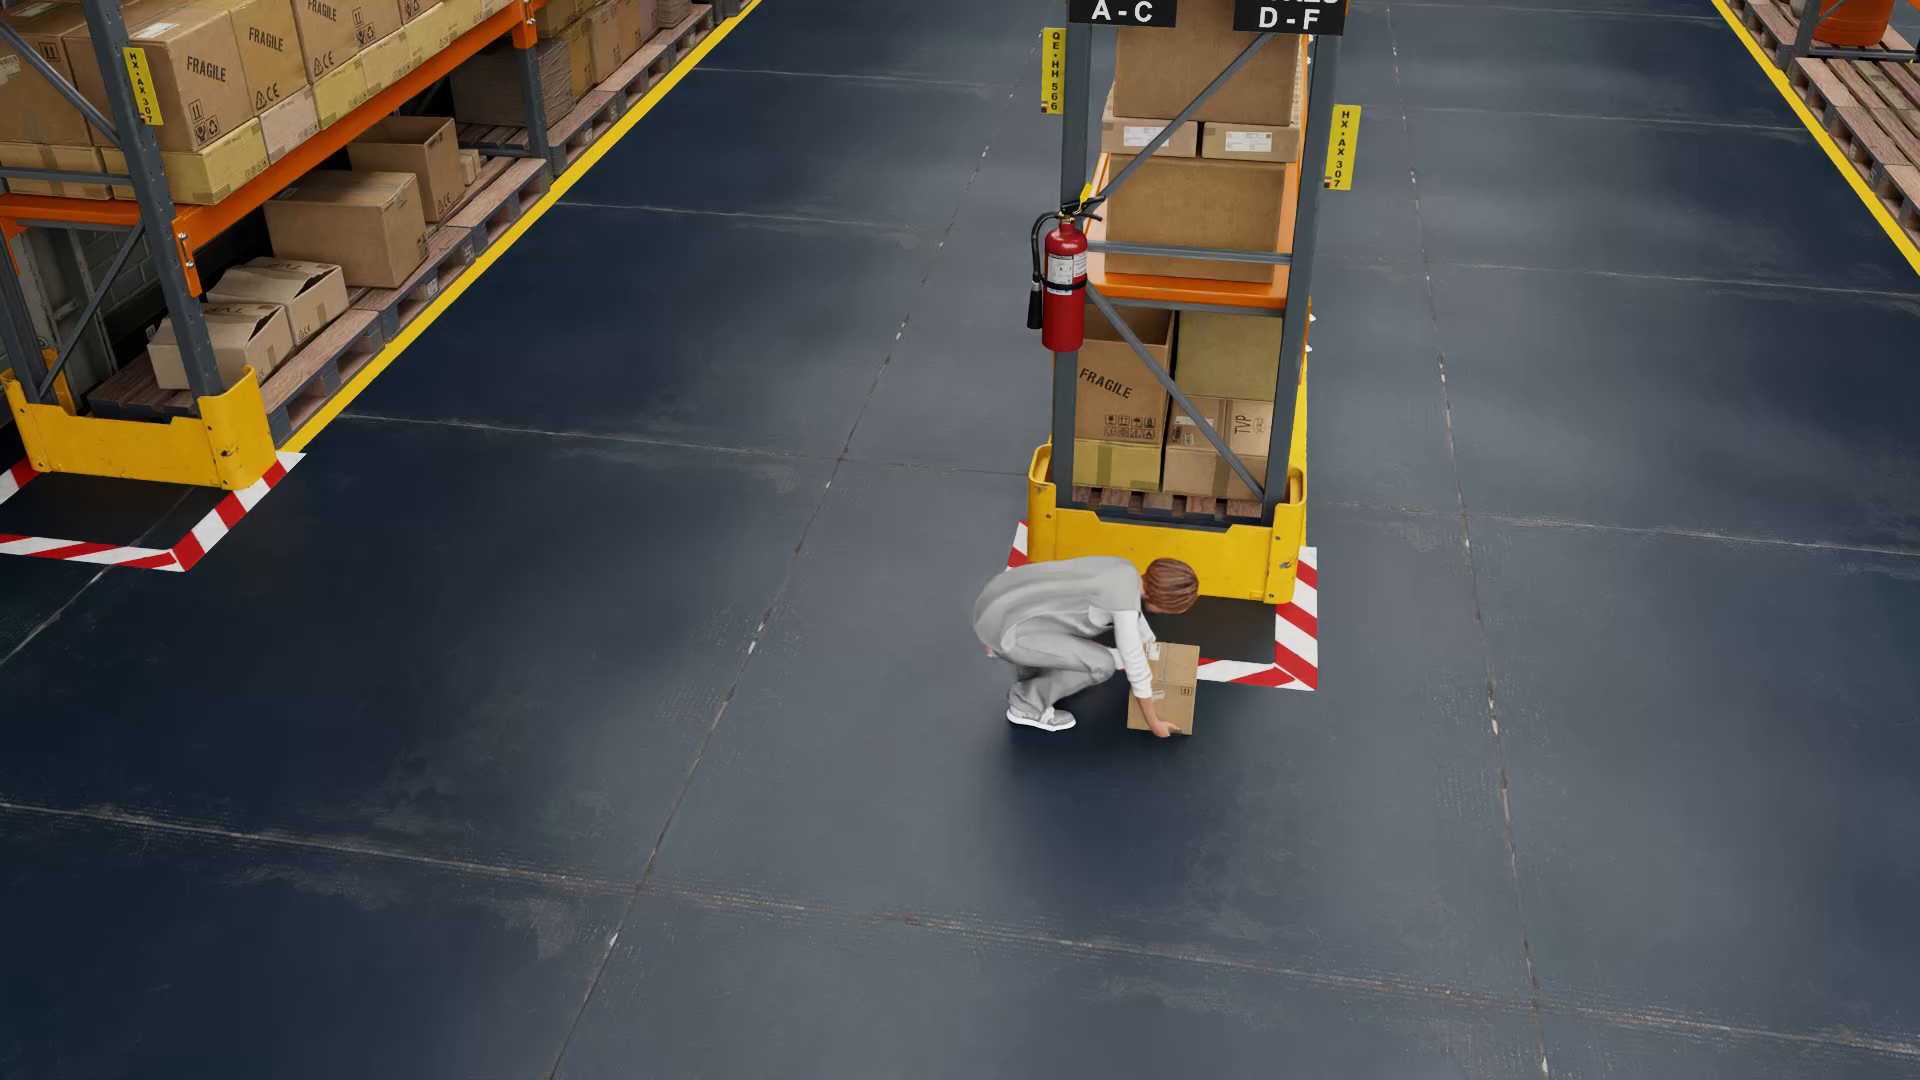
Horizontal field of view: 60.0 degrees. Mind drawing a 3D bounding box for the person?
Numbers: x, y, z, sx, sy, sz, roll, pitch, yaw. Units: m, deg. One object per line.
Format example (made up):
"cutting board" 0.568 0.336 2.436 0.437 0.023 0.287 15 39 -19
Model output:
"person" 0.473 0.397 6.423 0.855 0.686 0.420 2 33 4
